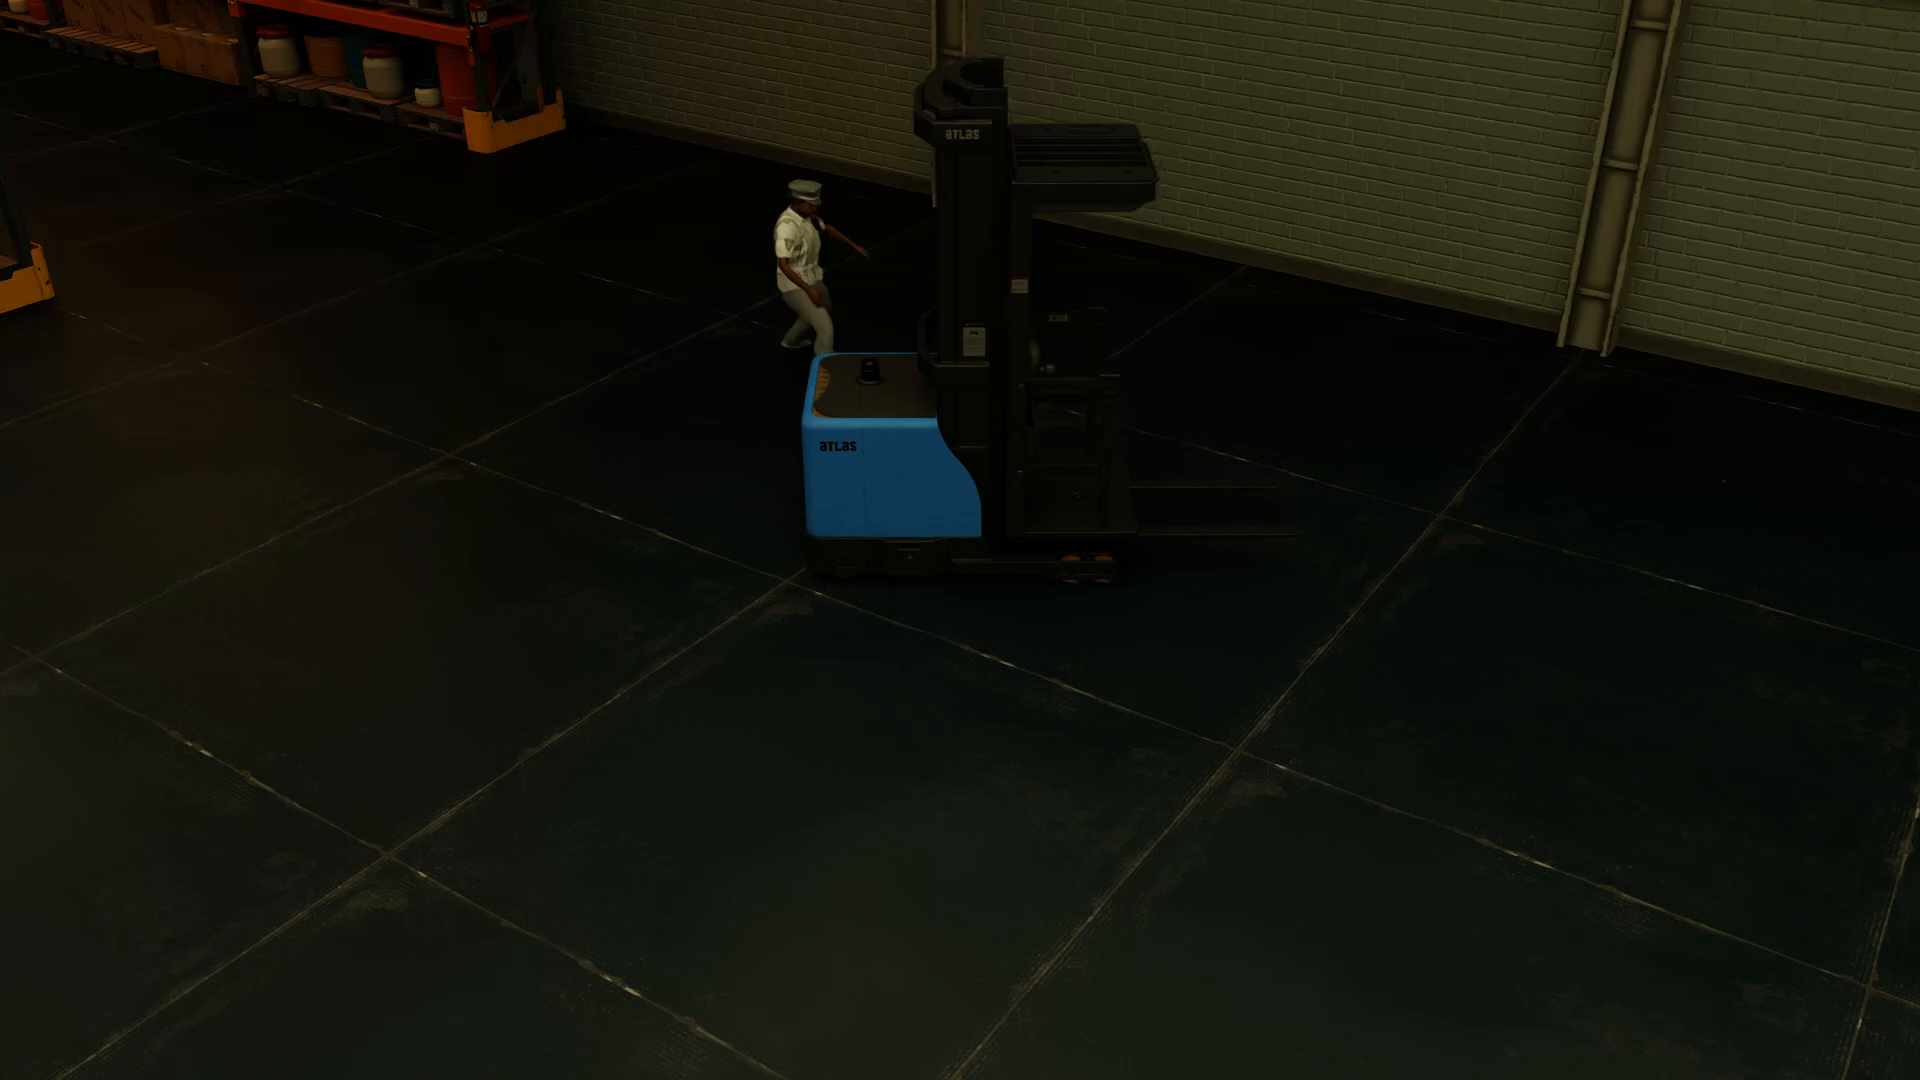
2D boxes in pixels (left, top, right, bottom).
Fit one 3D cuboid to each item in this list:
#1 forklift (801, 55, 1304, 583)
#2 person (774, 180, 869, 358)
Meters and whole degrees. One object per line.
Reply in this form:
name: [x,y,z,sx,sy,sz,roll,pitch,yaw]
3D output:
forklift: [0.579,-1.275,9.777,3.031,2.935,1.130,0,30,0]
person: [-1.077,-1.930,12.391,0.891,1.520,0.951,10,32,17]
